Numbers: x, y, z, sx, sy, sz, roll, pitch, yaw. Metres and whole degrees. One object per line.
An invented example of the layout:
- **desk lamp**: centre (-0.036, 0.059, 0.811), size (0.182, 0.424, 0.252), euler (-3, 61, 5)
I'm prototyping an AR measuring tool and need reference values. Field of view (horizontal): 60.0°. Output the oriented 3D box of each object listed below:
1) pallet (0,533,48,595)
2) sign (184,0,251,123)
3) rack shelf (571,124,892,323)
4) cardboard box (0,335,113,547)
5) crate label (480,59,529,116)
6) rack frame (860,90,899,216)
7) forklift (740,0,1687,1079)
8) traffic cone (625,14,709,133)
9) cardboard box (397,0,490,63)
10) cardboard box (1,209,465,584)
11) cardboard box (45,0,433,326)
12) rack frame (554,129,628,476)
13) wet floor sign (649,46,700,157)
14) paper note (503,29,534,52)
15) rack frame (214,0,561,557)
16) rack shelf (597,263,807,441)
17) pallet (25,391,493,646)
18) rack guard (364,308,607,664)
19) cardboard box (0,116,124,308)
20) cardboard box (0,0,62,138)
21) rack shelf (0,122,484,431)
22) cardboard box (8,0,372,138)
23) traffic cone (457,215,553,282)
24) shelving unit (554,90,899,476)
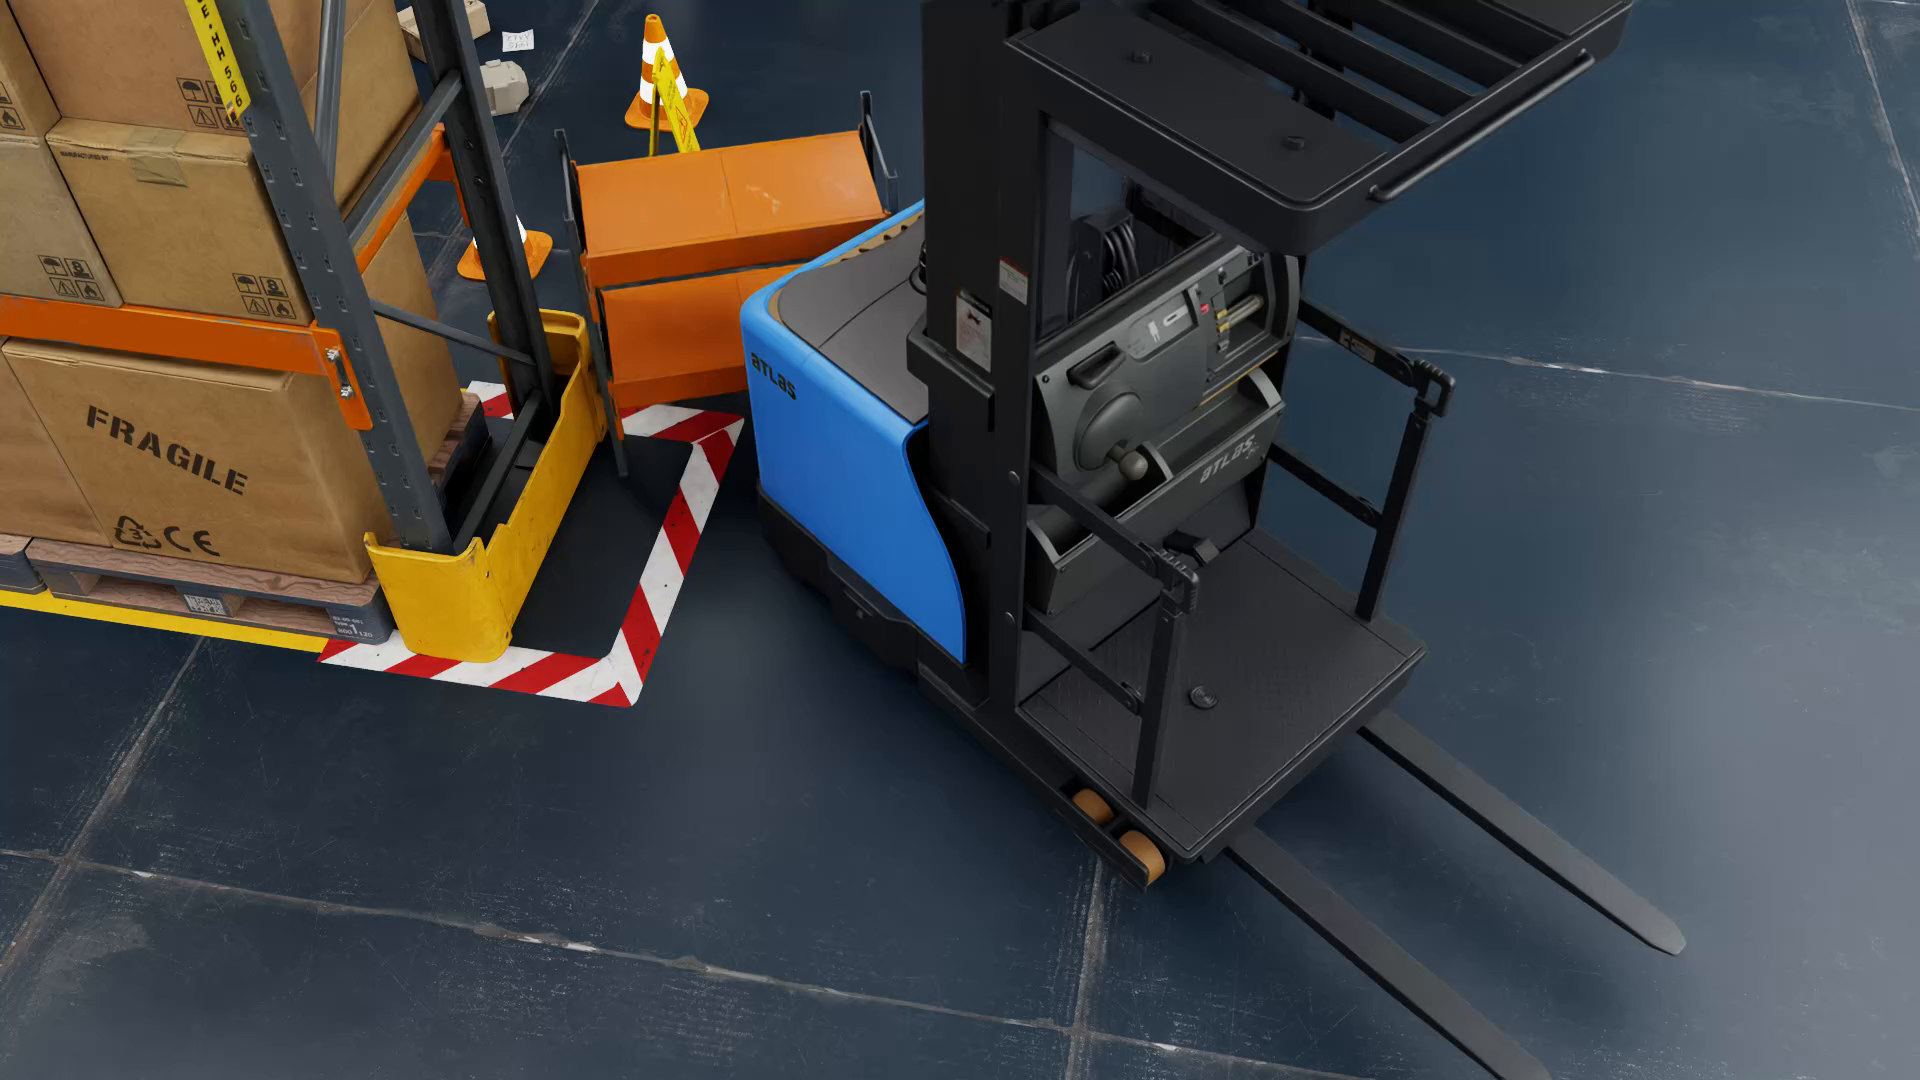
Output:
- **pallet**: centre (-3.582, -0.328, 5.903), size (1.213, 0.211, 1.003), euler (8, 49, 7)
- **sign**: centre (-1.694, -1.119, 3.801), size (0.005, 0.325, 0.100), euler (8, 49, 7)
- **rack shelf**: centre (-0.762, -1.067, 5.559), size (1.000, 0.278, 0.538), euler (-9, 49, -8)
- **cardboard box**: centre (-3.129, -0.635, 5.450), size (0.875, 0.875, 0.875), euler (7, 48, 6)
- **crate label**: centre (-2.103, -2.042, 7.493), size (0.298, 0.136, 0.250), euler (-15, 50, -13)
- **rack frame**: centre (-0.266, -0.954, 5.851), size (0.032, 1.125, 0.500), euler (-9, 49, -8)
- **forklift**: centre (0.691, -0.408, 4.146), size (1.130, 2.935, 3.031), euler (-34, 57, -27)
- **traffic cone**: centre (-1.318, -2.092, 7.319), size (0.334, 0.463, 0.336), euler (8, 49, 7)
- **cardboard box**: centre (-2.451, -2.427, 7.831), size (0.250, 0.149, 0.380), euler (32, 56, 26)
- **cardboard box**: centre (-2.263, -0.520, 5.347), size (0.875, 0.875, 0.875), euler (8, 49, 7)
- **cardboard box**: centre (-1.957, -1.115, 4.634), size (0.550, 0.550, 0.875), euler (8, 49, 7)
- **rack frame**: centre (-1.259, -0.789, 5.702), size (0.032, 1.125, 0.500), euler (-9, 49, -8)
- **wet floor sign**: centre (-1.203, -1.707, 6.850), size (0.232, 0.644, 0.267), euler (0, 48, 0)
- **paper note**: centre (-2.087, -2.361, 7.851), size (0.142, 0.019, 0.148), euler (-7, 48, -7)
- **rack frame**: centre (-1.584, -1.048, 4.676), size (0.127, 3.000, 1.000), euler (8, 49, 7)
- **rack shelf**: centre (-0.762, -0.708, 5.958), size (1.000, 0.278, 0.538), euler (-9, 49, -8)
- **pallet**: centre (-2.385, -0.165, 5.756), size (1.213, 0.211, 1.003), euler (8, 49, 7)
- **rack guard**: centre (-1.560, -0.210, 5.602), size (0.348, 0.500, 1.175), euler (8, 49, 7)
- **cardboard box**: centre (-2.502, -1.171, 4.685), size (0.550, 0.550, 0.875), euler (8, 49, 7)
- **cardboard box**: centre (-2.500, -1.542, 4.292), size (0.550, 0.550, 0.875), euler (8, 49, 7)
- **rack shelf**: centre (-3.552, -1.073, 5.181), size (4.000, 0.370, 1.077), euler (8, 49, 7)
- **cardboard box**: centre (-1.942, -1.537, 4.288), size (0.550, 0.550, 0.875), euler (8, 49, 7)
- **traffic cone**: centre (-1.854, -1.310, 6.616), size (0.334, 0.463, 0.336), euler (8, 49, 7)
- **shelving unit**: centre (-0.762, -0.871, 5.776), size (1.048, 1.125, 0.538), euler (-9, 49, -8)
